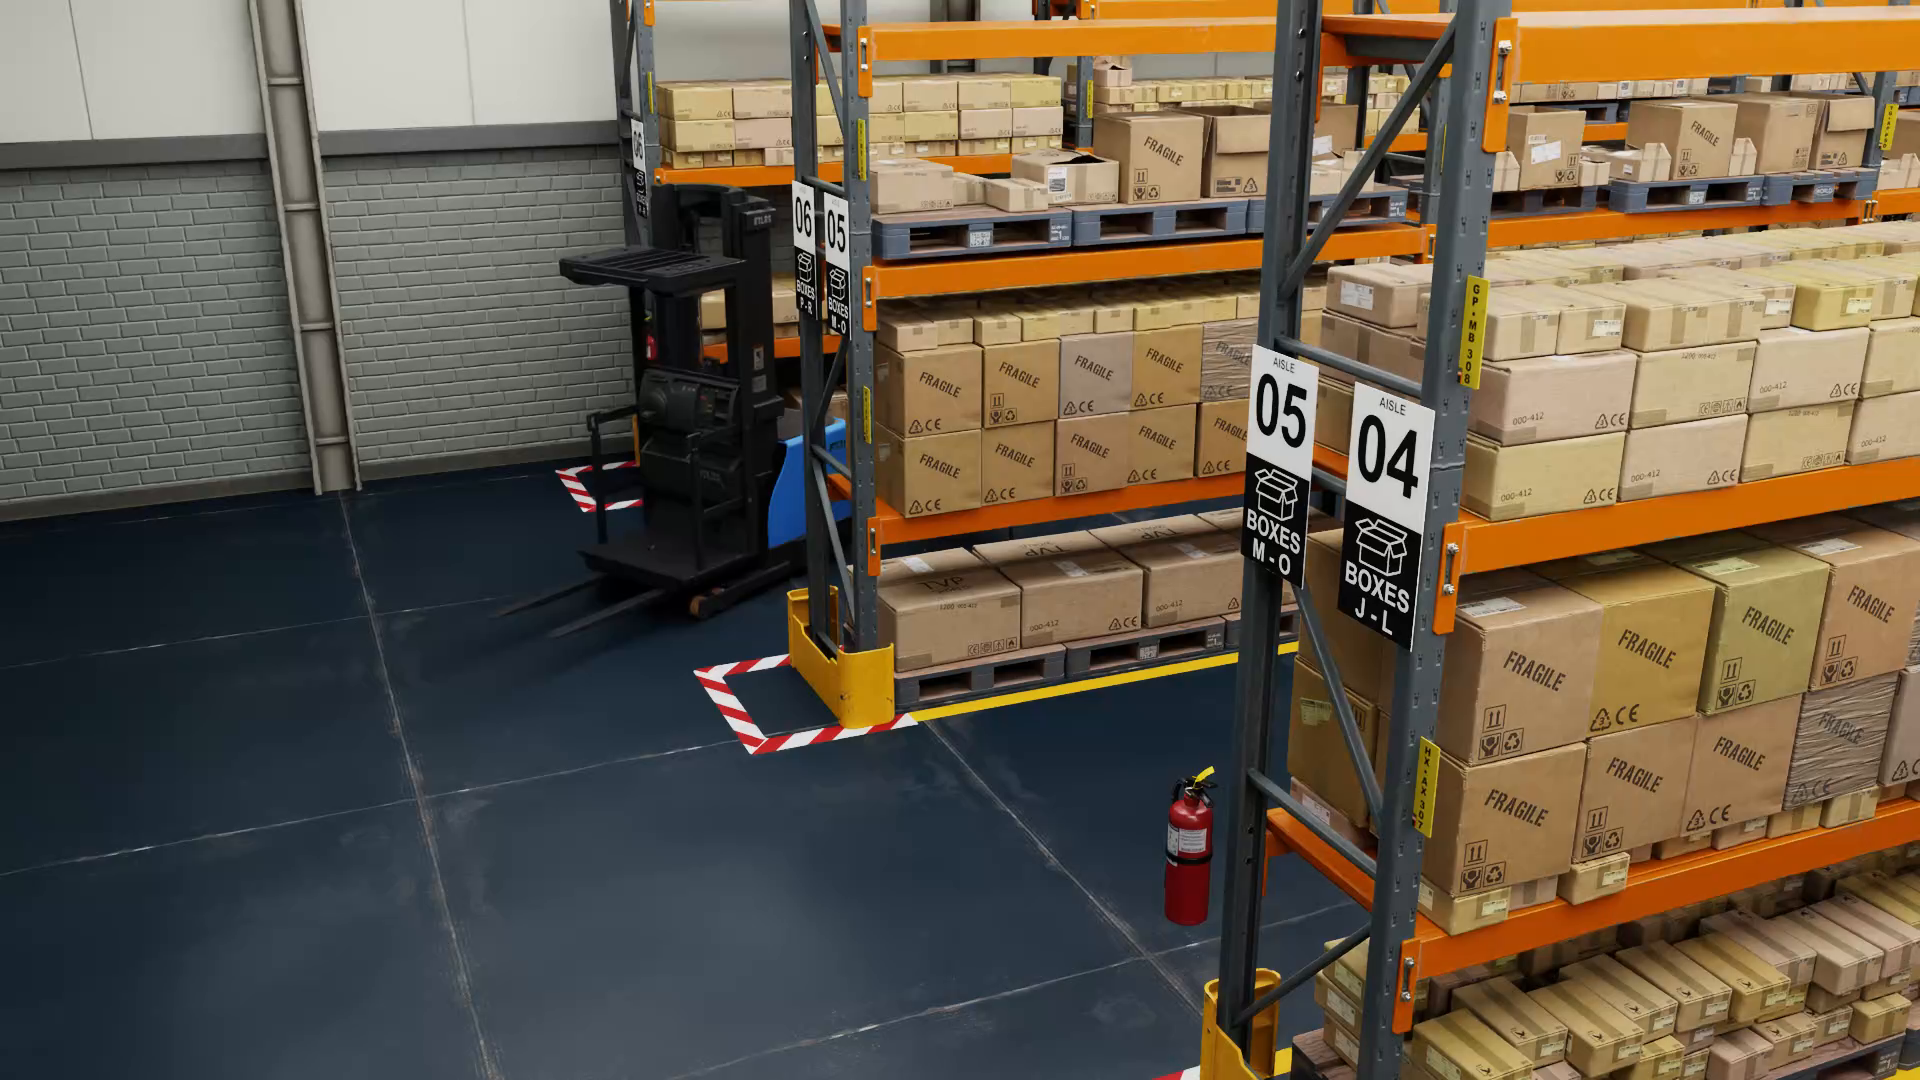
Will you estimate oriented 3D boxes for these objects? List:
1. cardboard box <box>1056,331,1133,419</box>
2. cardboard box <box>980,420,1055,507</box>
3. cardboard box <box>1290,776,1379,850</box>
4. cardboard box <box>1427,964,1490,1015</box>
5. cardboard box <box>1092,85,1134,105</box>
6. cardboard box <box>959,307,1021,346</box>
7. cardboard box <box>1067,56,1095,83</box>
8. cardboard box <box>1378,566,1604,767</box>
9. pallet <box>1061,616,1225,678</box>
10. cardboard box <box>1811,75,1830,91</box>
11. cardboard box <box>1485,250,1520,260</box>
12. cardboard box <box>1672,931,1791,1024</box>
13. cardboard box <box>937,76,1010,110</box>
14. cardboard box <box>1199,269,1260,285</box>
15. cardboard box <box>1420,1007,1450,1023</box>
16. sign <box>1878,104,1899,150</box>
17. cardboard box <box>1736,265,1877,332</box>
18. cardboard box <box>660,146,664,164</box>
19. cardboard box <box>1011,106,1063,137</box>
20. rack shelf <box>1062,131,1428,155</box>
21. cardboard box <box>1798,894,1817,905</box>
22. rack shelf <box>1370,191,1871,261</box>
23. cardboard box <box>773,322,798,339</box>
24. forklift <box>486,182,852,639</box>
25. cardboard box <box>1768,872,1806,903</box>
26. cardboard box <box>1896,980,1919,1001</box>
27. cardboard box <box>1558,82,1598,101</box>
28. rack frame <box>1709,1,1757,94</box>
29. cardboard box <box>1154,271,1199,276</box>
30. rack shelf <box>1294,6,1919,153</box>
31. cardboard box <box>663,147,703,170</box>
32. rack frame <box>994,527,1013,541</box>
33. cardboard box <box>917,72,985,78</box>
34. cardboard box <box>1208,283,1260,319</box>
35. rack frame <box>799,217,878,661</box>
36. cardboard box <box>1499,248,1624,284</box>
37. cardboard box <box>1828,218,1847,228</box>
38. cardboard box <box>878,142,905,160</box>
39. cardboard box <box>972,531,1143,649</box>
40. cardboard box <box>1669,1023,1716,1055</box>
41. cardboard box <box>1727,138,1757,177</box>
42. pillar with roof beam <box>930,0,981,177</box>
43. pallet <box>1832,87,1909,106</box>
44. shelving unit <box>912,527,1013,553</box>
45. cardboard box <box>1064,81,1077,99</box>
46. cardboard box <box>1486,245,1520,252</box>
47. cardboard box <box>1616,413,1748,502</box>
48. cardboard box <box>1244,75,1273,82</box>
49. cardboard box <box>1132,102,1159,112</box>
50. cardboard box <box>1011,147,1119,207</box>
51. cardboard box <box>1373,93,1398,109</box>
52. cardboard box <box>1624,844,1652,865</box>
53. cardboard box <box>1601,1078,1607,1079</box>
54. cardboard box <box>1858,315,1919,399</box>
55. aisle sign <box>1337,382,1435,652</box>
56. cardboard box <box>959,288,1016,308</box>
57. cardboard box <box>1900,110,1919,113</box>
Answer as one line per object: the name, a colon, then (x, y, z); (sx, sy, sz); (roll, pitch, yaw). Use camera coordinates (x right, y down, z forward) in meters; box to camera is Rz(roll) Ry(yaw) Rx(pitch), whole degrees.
cardboard box: (0.741, -1.083, 10.426); (0.500, 0.500, 0.500); (-8, 21, -22)
cardboard box: (0.254, -0.546, 10.405); (0.500, 0.500, 0.500); (-8, 21, -23)
cardboard box: (1.487, 1.038, 6.437); (0.250, 0.149, 0.380); (-8, 21, -22)
cardboard box: (1.939, 1.752, 6.795); (0.250, 0.149, 0.380); (-8, 21, -21)
cardboard box: (1.398, -4.075, 15.210); (0.250, 0.149, 0.380); (-8, 21, -20)
cardboard box: (0.178, -1.291, 10.038); (0.250, 0.149, 0.380); (-7, 21, -20)
cardboard box: (1.203, -4.426, 15.583); (0.258, 0.266, 0.396); (-8, 21, -23)
cardboard box: (1.817, 0.411, 5.735); (0.500, 0.500, 0.500); (-8, 21, -22)
pallet: (1.068, 0.579, 11.560); (1.213, 0.211, 1.003); (-8, 21, -22)
cardboard box: (9.533, -5.149, 18.708); (0.250, 0.149, 0.380); (-7, 21, -20)
cardboard box: (5.590, -2.991, 17.727); (0.500, 0.250, 0.500); (-9, 21, -23)
cardboard box: (3.116, 1.770, 6.744); (0.250, 0.149, 0.380); (-8, 21, -21)
cardboard box: (0.119, -3.999, 14.870); (0.500, 0.250, 0.500); (-9, 21, -23)
cardboard box: (1.827, -1.738, 11.308); (0.250, 0.149, 0.380); (-8, 21, -22)
cardboard box: (1.933, 1.880, 6.879); (0.250, 0.149, 0.380); (-9, 21, -23)
sign: (6.804, -3.026, 12.186); (0.005, 0.325, 0.100); (-8, 21, -22)
cardboard box: (2.905, -0.838, 5.742); (0.250, 0.149, 0.380); (-7, 21, -20)
cardboard box: (-2.521, -3.370, 14.439); (0.250, 0.149, 0.380); (-8, 21, -20)
cardboard box: (0.606, -3.832, 15.150); (0.500, 0.250, 0.500); (-8, 21, -22)
rack shelf: (2.786, -3.826, 16.439); (4.000, 0.370, 1.077); (-8, 21, -22)
cardboard box: (3.858, 1.617, 7.626); (0.250, 0.149, 0.380); (-9, 21, -25)
rack shelf: (4.756, -2.313, 12.141); (4.000, 0.370, 1.077); (-8, 21, -22)
cardboard box: (-1.614, -1.910, 14.807); (0.250, 0.149, 0.380); (-7, 21, -20)
forklift: (-2.098, -0.998, 11.943); (1.130, 2.935, 3.031); (13, 23, 33)
cardboard box: (3.589, 1.486, 7.549); (0.250, 0.149, 0.380); (-8, 21, -21)
cardboard box: (3.969, 1.885, 7.313); (0.250, 0.149, 0.380); (-9, 21, -23)
cardboard box: (6.319, -4.876, 17.404); (0.500, 0.500, 0.500); (-8, 21, -21)
rack frame: (8.295, -6.370, 18.063); (0.127, 3.000, 1.000); (-8, 21, -22)
cardboard box: (1.958, -2.796, 16.164); (0.500, 0.500, 0.700); (-8, 21, -21)
rack shelf: (3.136, -1.704, 5.900); (4.000, 0.370, 1.077); (-8, 21, -22)
cardboard box: (-2.338, -3.229, 14.037); (0.250, 0.149, 0.380); (-8, 21, -21)
rack frame: (0.342, -0.756, 13.412); (0.023, 1.500, 0.400); (-8, 21, -22)
cardboard box: (-0.087, -4.156, 15.319); (0.500, 0.250, 0.500); (-9, 21, -23)
cardboard box: (1.804, -1.547, 10.768); (0.250, 0.149, 0.380); (-8, 21, -22)
rack frame: (-0.754, -0.448, 10.278); (0.127, 3.000, 1.000); (-8, 21, -22)
cardboard box: (2.189, -0.958, 6.081); (0.250, 0.149, 0.380); (-8, 21, -21)
cardboard box: (10.212, -3.766, 19.551); (0.500, 0.500, 0.500); (-8, 21, -22)
cardboard box: (-0.666, -3.435, 14.623); (0.250, 0.149, 0.380); (-8, 21, -21)
cardboard box: (0.650, 0.322, 11.316); (0.875, 0.438, 0.875); (-8, 21, -20)
cardboard box: (2.831, 1.921, 6.761); (0.250, 0.149, 0.380); (-9, 21, -25)
cardboard box: (5.466, -2.762, 11.904); (0.258, 0.266, 0.396); (-9, 21, -23)
pillar with roof beam: (1.658, -4.188, 11.866); (0.400, 9.000, 9.100); (-8, 21, -22)
pallet: (10.187, -5.192, 19.369); (1.213, 0.211, 1.003); (-8, 21, -22)
shelving unit: (0.006, -0.708, 13.275); (0.755, 1.500, 0.431); (-8, 21, -22)
cardboard box: (1.179, -4.244, 15.691); (0.250, 0.149, 0.380); (-8, 21, -23)
cardboard box: (5.587, -3.228, 17.647); (0.500, 0.250, 0.500); (-7, 21, -20)
cardboard box: (2.299, -0.345, 5.695); (0.500, 0.250, 0.500); (-7, 21, -20)
cardboard box: (3.035, -4.537, 16.552); (0.250, 0.149, 0.380); (-8, 21, -22)
cardboard box: (1.633, -3.971, 15.361); (0.250, 0.149, 0.380); (-8, 21, -21)
cardboard box: (0.641, -2.248, 10.224); (0.500, 0.311, 0.500); (-8, 21, -21)
cardboard box: (4.146, -4.398, 16.604); (0.250, 0.149, 0.380); (-9, 21, -23)
cardboard box: (2.396, 1.083, 6.308); (0.250, 0.149, 0.380); (-7, 21, -19)
cardboard box: (2.341, 2.129, 6.618); (0.250, 0.149, 0.380); (-8, 21, -21)
cardboard box: (3.217, -0.709, 5.976); (0.500, 0.250, 0.500); (-9, 21, -24)
aisle sign: (1.352, -0.077, 5.310); (0.004, 0.787, 0.394); (-8, 21, -22)
cardboard box: (0.171, -1.502, 10.639); (0.250, 0.149, 0.380); (-8, 21, -21)
cardboard box: (7.981, -3.173, 13.346); (0.637, 0.503, 0.797); (-8, 21, -22)
